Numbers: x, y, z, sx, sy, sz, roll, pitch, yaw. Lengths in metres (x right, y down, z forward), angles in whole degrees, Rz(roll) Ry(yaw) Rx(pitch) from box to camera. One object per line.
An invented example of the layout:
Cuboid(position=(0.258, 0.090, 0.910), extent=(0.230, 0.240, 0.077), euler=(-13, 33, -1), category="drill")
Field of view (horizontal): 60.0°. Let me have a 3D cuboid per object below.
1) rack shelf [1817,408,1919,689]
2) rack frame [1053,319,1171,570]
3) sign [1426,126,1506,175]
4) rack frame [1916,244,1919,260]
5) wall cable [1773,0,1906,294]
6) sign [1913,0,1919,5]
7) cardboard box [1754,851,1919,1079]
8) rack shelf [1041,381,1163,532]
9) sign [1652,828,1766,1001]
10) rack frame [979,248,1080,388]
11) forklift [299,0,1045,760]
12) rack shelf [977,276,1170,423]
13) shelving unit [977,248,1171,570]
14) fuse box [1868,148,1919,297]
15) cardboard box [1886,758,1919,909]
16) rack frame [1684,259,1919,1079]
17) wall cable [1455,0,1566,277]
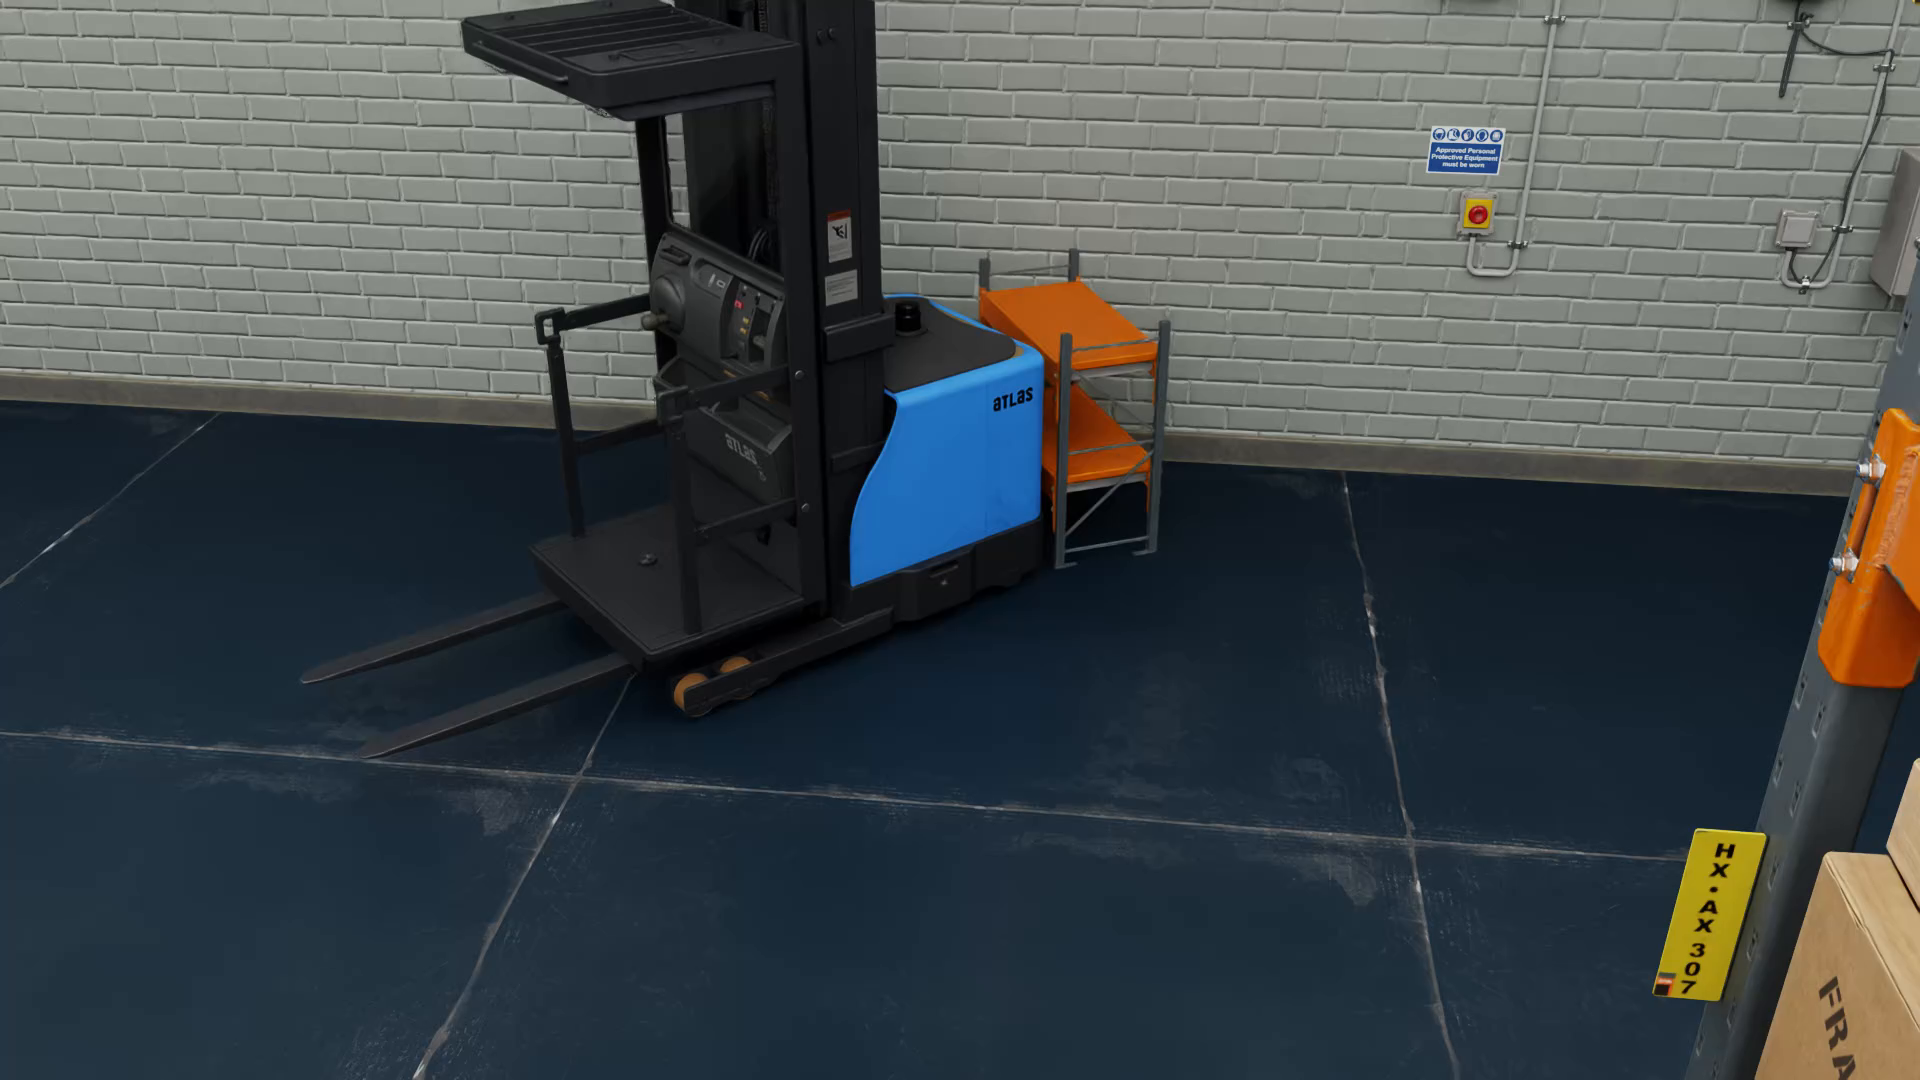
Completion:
Cuboid(position=(1.441, 0.962, 0.398), extent=(1.077, 0.370, 4.000), euler=(3, 28, 6), category="rack shelf")
Cuboid(position=(0.662, -0.406, 7.318), extent=(0.500, 1.125, 0.032), euler=(-9, 30, -17), category="rack frame")
Cuboid(position=(2.314, -1.782, 7.610), extent=(0.327, 0.218, 0.001), euler=(3, 28, 6), category="sign")
Cuboid(position=(1.686, -1.617, 1.263), extent=(1.000, 3.000, 0.127), euler=(3, 28, 6), category="rack frame")
Cuboid(position=(3.763, -2.002, 7.232), extent=(0.588, 1.984, 0.122), euler=(3, 28, 6), category="wall cable")
Cuboid(position=(1.136, -0.751, 1.814), extent=(0.100, 0.325, 0.005), euler=(3, 28, 6), category="sign")
Cuboid(position=(1.345, 0.749, 2.037), extent=(0.500, 0.500, 0.500), euler=(3, 28, 5), category="cardboard box")
Cuboid(position=(0.497, -0.419, 7.857), extent=(0.538, 0.278, 1.000), euler=(-9, 30, -17), category="rack shelf")
Cuboid(position=(1.136, 0.573, 2.527), extent=(0.100, 0.325, 0.005), euler=(3, 28, 6), category="sign")
Cuboid(position=(0.331, -0.862, 8.164), extent=(0.500, 1.125, 0.032), euler=(-9, 30, -17), category="rack frame")
Cuboid(position=(-1.108, -0.886, 6.305), extent=(3.031, 2.935, 1.130), euler=(-20, 34, -32), category="forklift")
Cuboid(position=(0.497, -0.892, 7.602), extent=(0.538, 0.278, 1.000), euler=(-9, 30, -17), category="rack shelf")
Cuboid(position=(0.497, -0.634, 7.741), extent=(0.538, 1.125, 1.048), euler=(-9, 30, -17), category="shelving unit")
Cuboid(position=(4.421, -0.873, 7.567), extent=(0.539, 1.711, 0.414), euler=(3, 28, 6), category="fuse box")
Cuboid(position=(1.368, 0.406, 1.991), extent=(0.380, 0.149, 0.250), euler=(4, 29, 7), category="cardboard box")
Cuboid(position=(1.686, 1.024, 2.686), extent=(1.000, 3.000, 0.127), euler=(3, 28, 6), category="rack frame")
Cuboid(position=(2.354, -2.092, 7.367), extent=(0.585, 1.953, 0.123), euler=(3, 28, 6), category="wall cable")
